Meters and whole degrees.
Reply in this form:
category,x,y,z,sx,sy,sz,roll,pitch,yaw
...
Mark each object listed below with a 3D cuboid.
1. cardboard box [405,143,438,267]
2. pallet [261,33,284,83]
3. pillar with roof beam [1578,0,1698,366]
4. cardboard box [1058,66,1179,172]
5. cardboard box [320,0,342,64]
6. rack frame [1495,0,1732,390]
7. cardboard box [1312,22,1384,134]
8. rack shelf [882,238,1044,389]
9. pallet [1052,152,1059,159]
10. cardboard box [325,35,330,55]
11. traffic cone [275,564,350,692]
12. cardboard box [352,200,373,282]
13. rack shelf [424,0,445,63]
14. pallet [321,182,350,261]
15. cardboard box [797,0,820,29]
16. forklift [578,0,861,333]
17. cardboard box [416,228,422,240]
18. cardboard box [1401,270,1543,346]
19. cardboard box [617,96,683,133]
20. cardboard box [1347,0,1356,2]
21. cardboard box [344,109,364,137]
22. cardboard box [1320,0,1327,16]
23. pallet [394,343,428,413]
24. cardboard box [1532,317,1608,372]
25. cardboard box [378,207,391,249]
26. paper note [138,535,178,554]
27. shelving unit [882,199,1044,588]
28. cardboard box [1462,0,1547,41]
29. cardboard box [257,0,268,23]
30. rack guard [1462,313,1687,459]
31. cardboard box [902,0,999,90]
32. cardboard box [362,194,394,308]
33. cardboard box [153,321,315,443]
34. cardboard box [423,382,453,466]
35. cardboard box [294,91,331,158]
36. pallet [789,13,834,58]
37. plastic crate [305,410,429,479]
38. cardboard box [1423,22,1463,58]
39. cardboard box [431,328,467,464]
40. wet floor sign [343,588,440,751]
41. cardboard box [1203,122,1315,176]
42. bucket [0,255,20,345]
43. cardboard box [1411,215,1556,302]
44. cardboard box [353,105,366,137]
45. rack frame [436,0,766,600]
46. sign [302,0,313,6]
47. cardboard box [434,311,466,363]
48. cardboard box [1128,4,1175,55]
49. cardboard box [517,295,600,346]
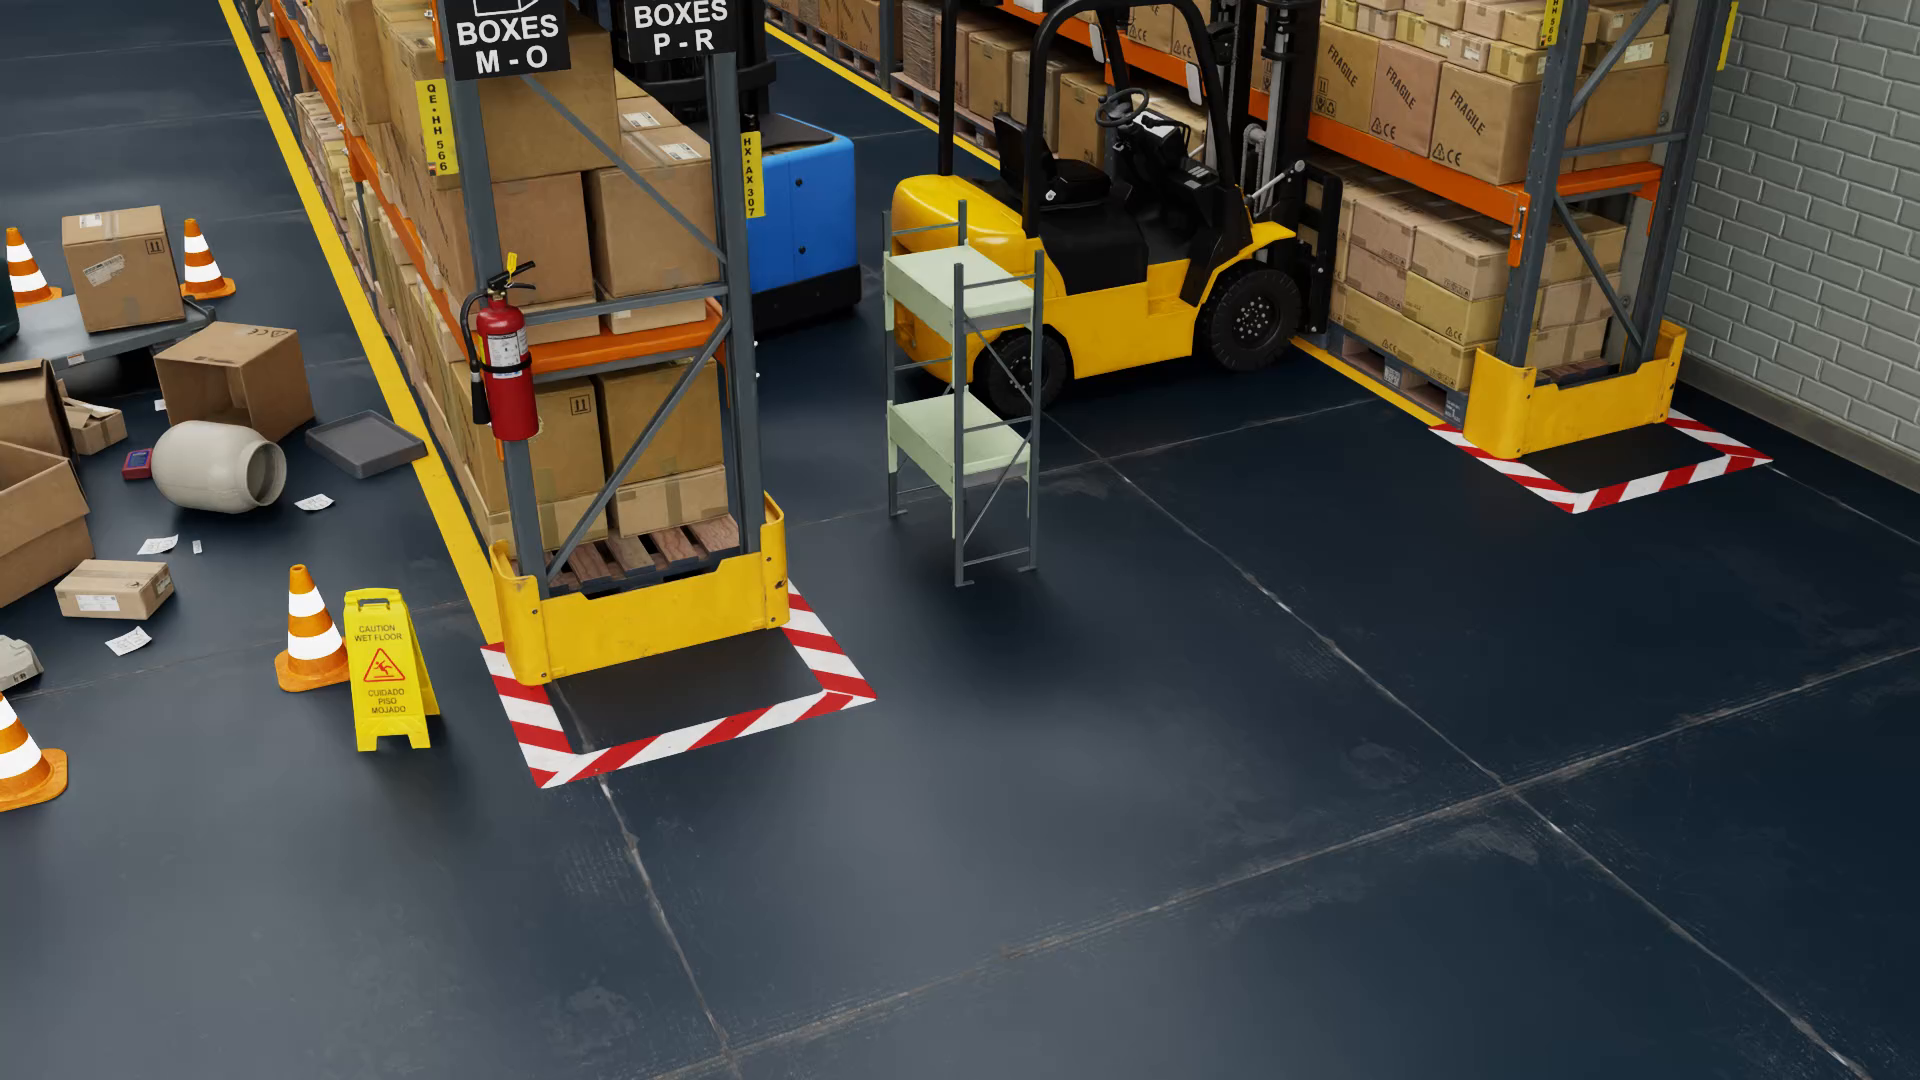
category,x,y,z,sx,sy,sz,roll,pitch,yaw
cardboard box,-1.971,-1.452,6.866,0.500,0.500,0.500,-13,32,-22
pallet,-6.030,-4.634,15.798,1.003,0.211,1.213,-13,32,-22
pillar with roof beam,-0.170,-4.128,5.911,9.100,9.000,0.400,-13,32,-22
cardboard box,1.252,-3.061,12.140,0.875,0.625,0.625,-12,31,-20
cardboard box,-2.612,-2.553,7.808,0.700,0.500,0.500,-14,32,-23
rack frame,3.203,-1.918,8.104,1.000,3.000,0.127,-13,32,-22
cardboard box,2.320,-2.582,9.185,0.500,0.500,0.500,-14,32,-23
rack shelf,0.003,-0.992,7.187,0.431,0.370,0.720,-13,32,-22
pallet,1.135,-2.786,12.503,1.003,0.211,1.213,-13,32,-22
cardboard box,-3.465,-2.884,9.655,0.380,0.149,0.250,-13,32,-21
traffic cone,-2.628,0.313,6.719,0.336,0.463,0.334,-13,32,-22
cardboard box,-3.223,-1.910,10.346,0.950,0.372,0.625,-13,32,-21
rack shelf,-2.137,-2.753,7.261,1.077,0.370,4.000,-13,32,-22
pallet,-3.859,-2.309,11.651,1.003,0.211,1.213,-13,32,-22
cardboard box,-1.279,-5.366,16.379,0.500,0.500,0.500,-14,32,-24
forklift,-1.938,-3.095,10.272,1.130,2.935,3.031,-22,36,-34
cardboard box,-2.244,-1.436,7.500,0.380,0.149,0.250,-13,32,-22
cardboard box,2.712,-1.270,8.818,0.500,0.250,0.500,-14,32,-23
cardboard box,-1.456,-1.544,7.029,0.500,0.500,0.500,-12,31,-20
cardboard box,2.221,-3.031,9.020,0.380,0.149,0.250,-12,32,-21
cardboard box,-3.150,-2.325,9.087,0.380,0.149,0.250,-13,32,-22
cardboard box,2.203,-3.030,9.321,0.380,0.149,0.250,-13,32,-22
pallet,-2.675,-1.136,9.560,1.003,0.211,1.213,-13,32,-22
cardboard box,3.169,-1.160,9.134,0.500,0.250,0.500,-13,32,-22
cardboard box,-2.764,-1.624,8.531,0.380,0.149,0.250,-12,31,-20
paper note,-3.711,0.019,7.696,0.148,0.019,0.142,-3,29,-5
shelving unit,0.003,-0.651,7.378,0.431,1.500,0.755,-13,32,-22
cardboard box,2.725,-2.591,8.234,0.380,0.149,0.250,-13,32,-22
cardboard box,-6.602,-5.541,16.755,0.875,0.438,0.875,-14,32,-23
rack guard,3.214,-0.818,8.697,1.175,0.500,0.348,-13,32,-22
cardboard box,0.024,-4.321,14.388,0.875,0.625,0.625,-12,31,-20
cardboard box,-2.986,-1.635,9.214,0.500,0.500,0.500,-12,31,-20
cardboard box,-3.764,-0.793,8.651,0.500,0.500,0.500,7,30,13
cardboard box,-2.313,-0.619,8.170,0.500,0.250,0.500,-14,32,-24
cardboard box,-4.479,-3.194,12.636,0.950,0.372,0.625,-15,33,-25
pallet,-1.037,-5.112,16.651,1.003,0.211,1.213,-13,32,-22
plastic crate,-3.062,-0.502,8.564,0.583,0.080,0.402,26,38,38
cardboard box,2.609,-2.573,8.507,0.380,0.149,0.250,-12,32,-21
cardboard box,-2.085,-0.714,7.573,0.500,0.500,0.500,-12,31,-20
wet floor sign,-2.163,0.461,6.268,0.267,0.644,0.232,-3,29,-5
cardboard box,1.845,-2.380,10.288,0.500,0.250,0.500,-12,31,-20
bucket,-5.282,-1.217,8.646,0.726,0.611,0.620,-3,19,-5
cardboard box,2.724,-1.476,8.676,0.500,0.250,0.500,-12,31,-20
cardboard box,-2.822,-2.345,8.459,0.500,0.500,0.500,-13,32,-22
rack frame,-1.278,-0.875,6.243,1.000,3.000,0.127,-13,32,-22
sign,-3.495,-3.028,8.900,0.100,0.325,0.005,-13,32,-22
cardboard box,-2.076,-0.916,7.268,0.380,0.149,0.250,-12,31,-21
cardboard box,1.441,-3.478,10.784,0.500,0.500,0.500,-14,32,-23
cardboard box,-1.632,-0.885,6.519,0.380,0.149,0.250,-12,31,-20
